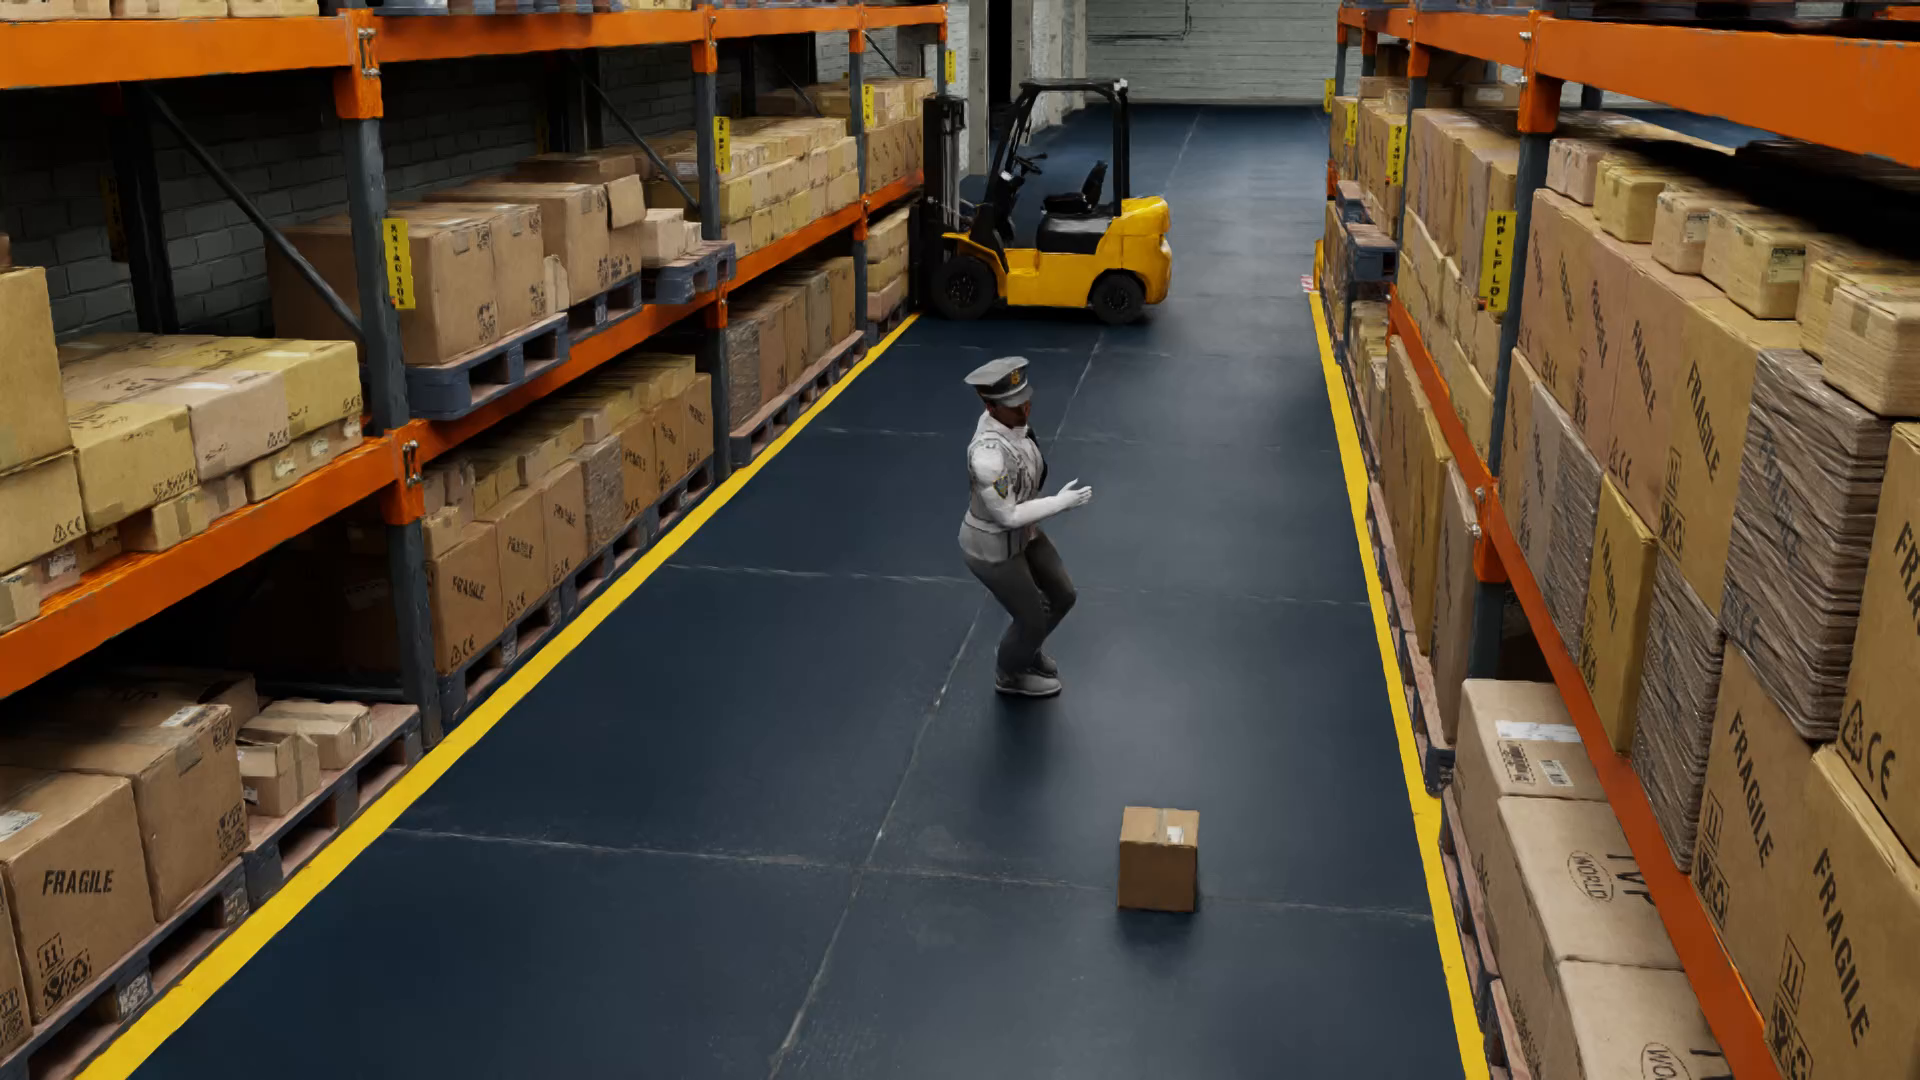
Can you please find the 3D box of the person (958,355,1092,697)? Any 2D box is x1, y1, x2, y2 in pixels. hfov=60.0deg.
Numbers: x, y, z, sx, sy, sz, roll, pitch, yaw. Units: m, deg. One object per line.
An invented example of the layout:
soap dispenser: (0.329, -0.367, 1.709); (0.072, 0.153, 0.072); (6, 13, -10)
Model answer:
person: (0.289, -0.026, 6.788); (0.525, 1.557, 0.859); (5, 19, 14)
